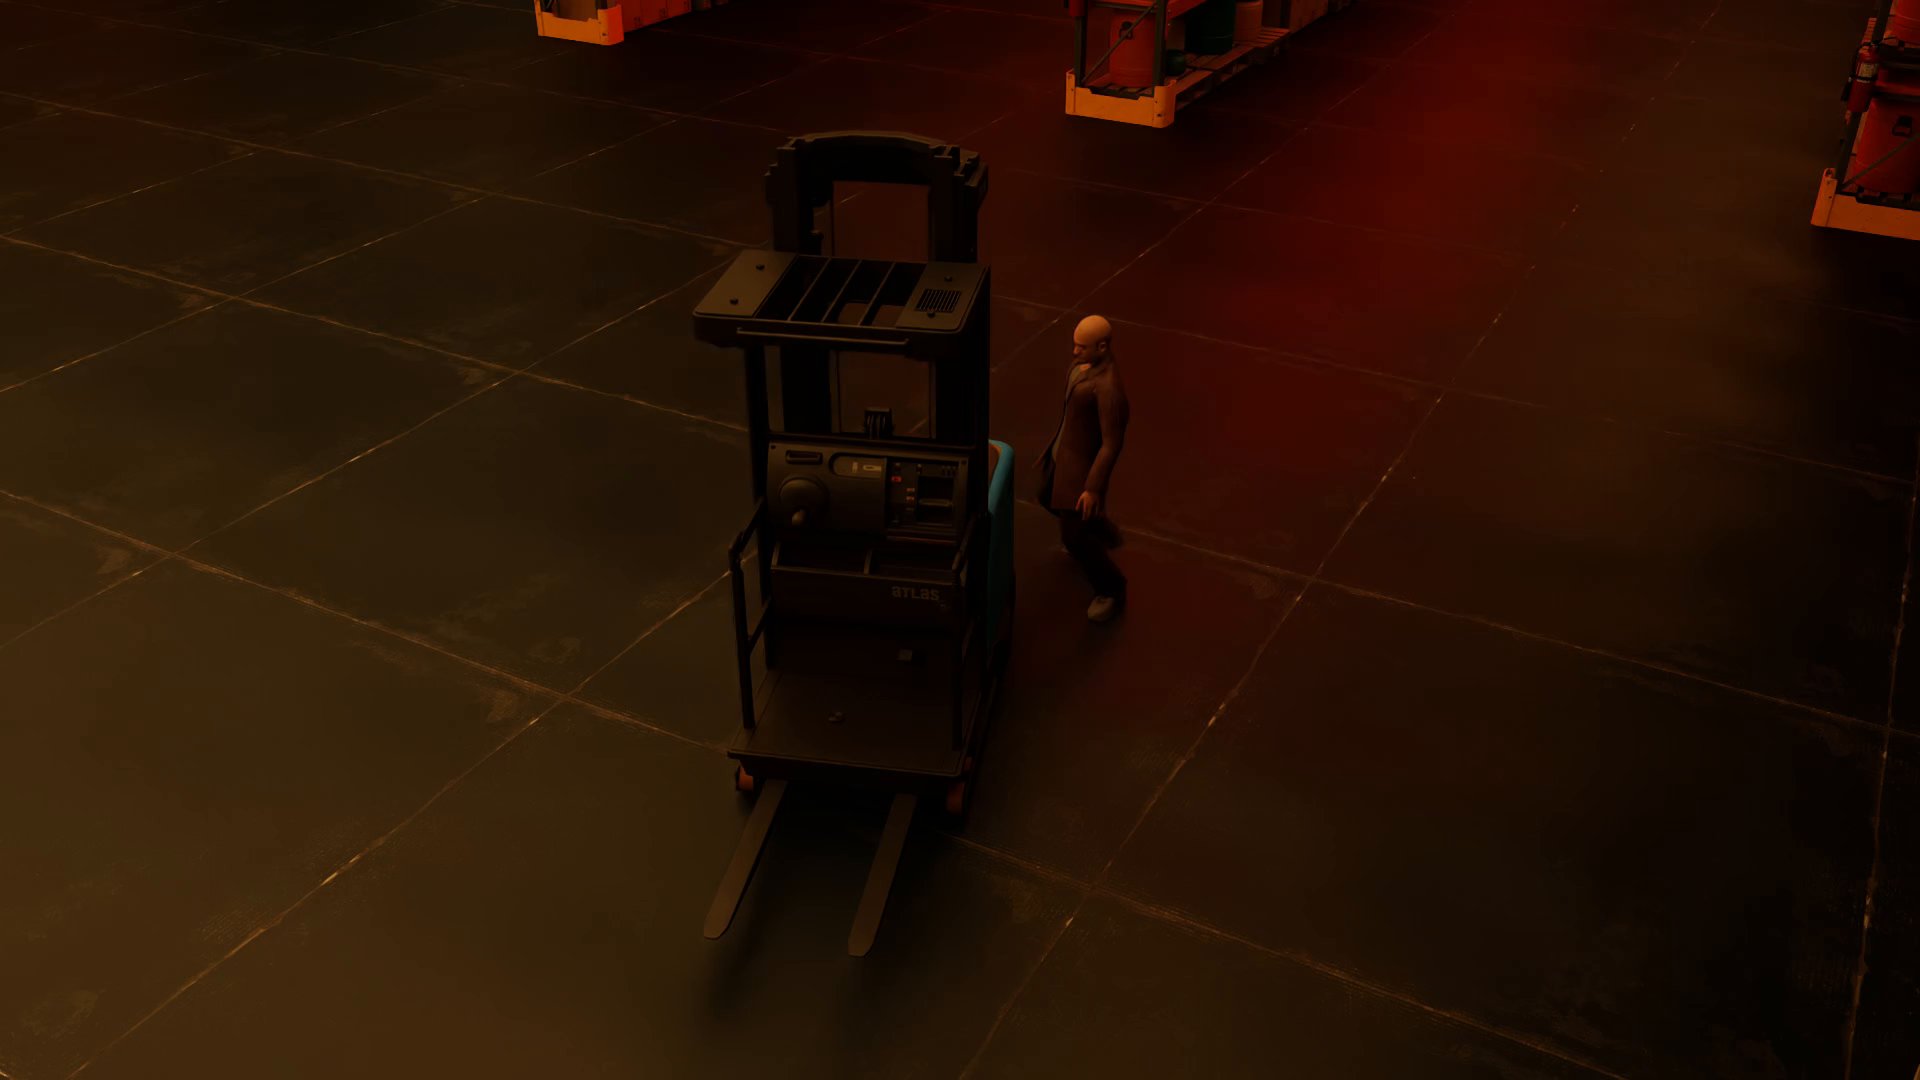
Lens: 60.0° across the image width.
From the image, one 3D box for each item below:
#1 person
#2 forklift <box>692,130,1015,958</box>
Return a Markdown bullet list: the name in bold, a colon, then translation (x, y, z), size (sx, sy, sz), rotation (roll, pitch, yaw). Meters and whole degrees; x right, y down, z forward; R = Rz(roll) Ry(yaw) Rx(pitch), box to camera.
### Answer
- **person**: translation (0.699, -0.490, 9.180), size (0.577, 1.687, 0.939), rotation (-3, 30, -5)
- **forklift**: translation (-0.456, -0.179, 7.381), size (1.130, 2.935, 3.031), rotation (5, 30, 8)
